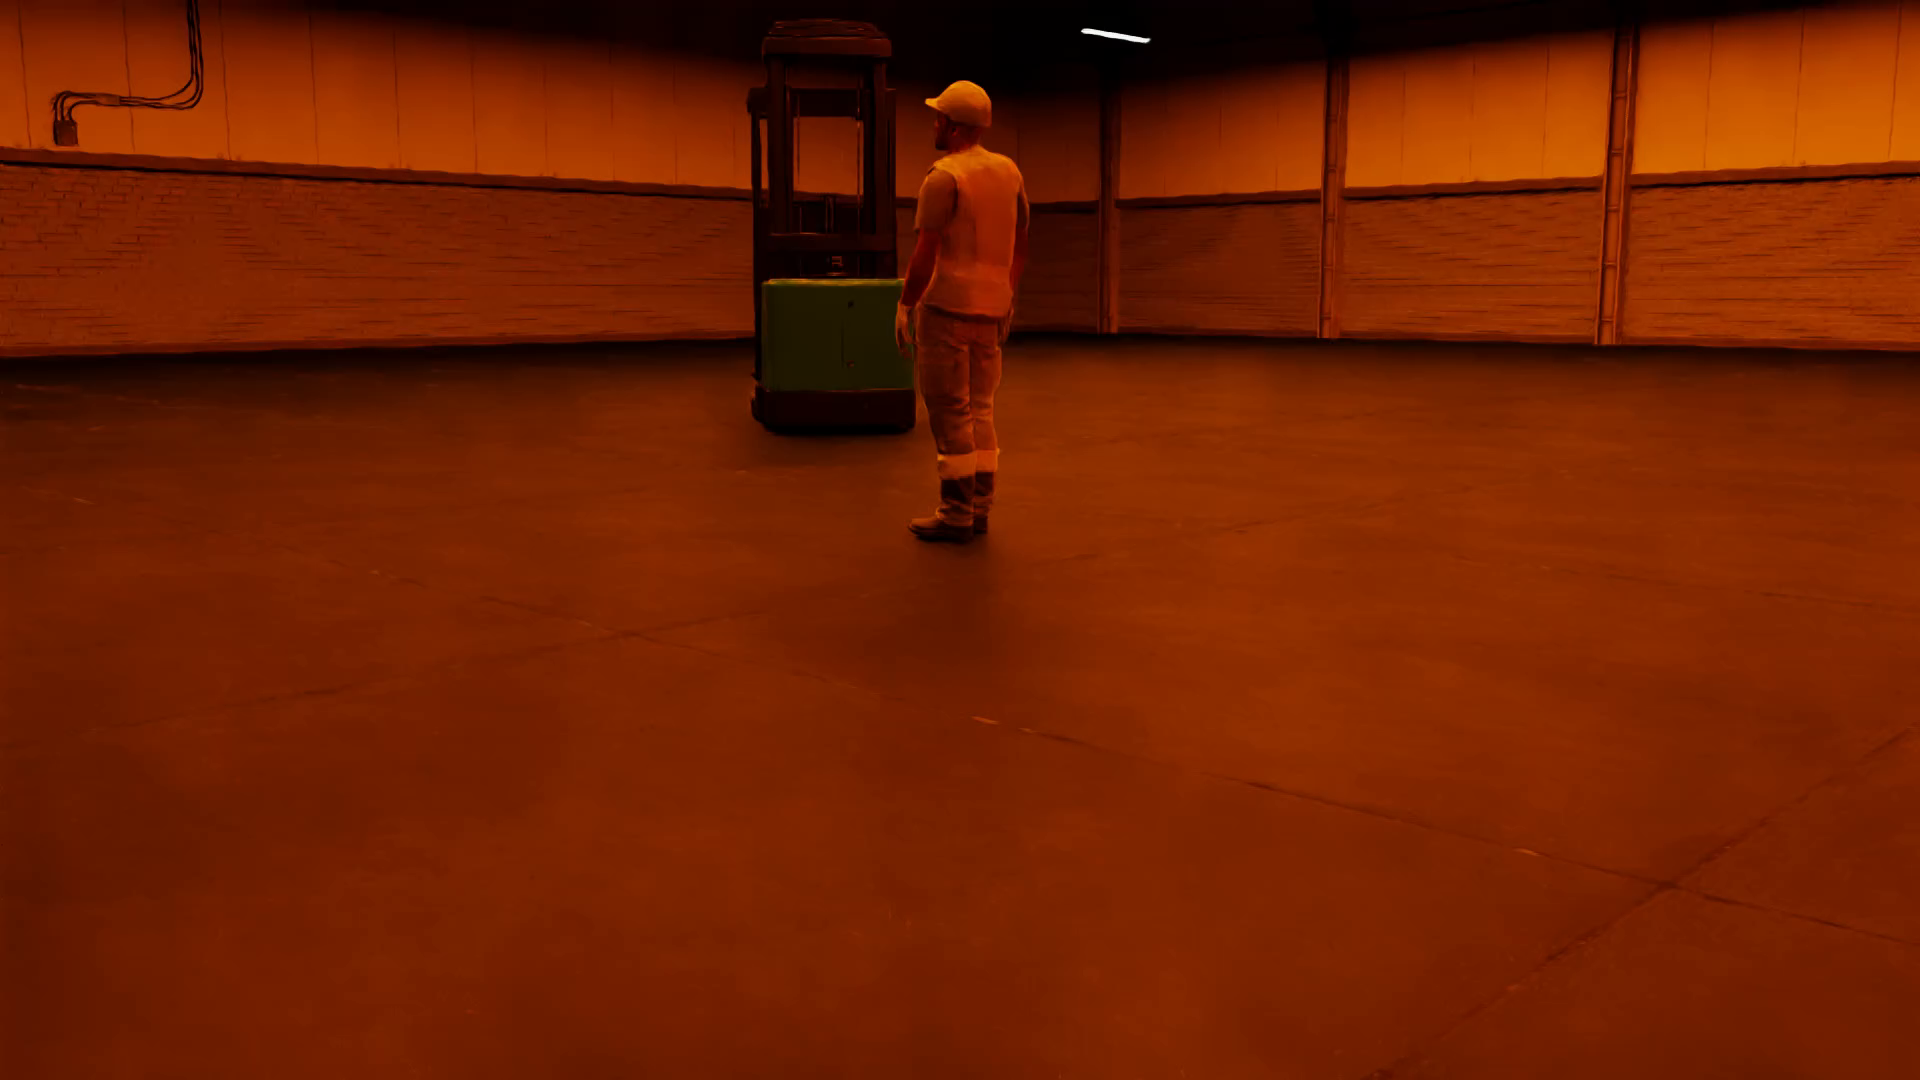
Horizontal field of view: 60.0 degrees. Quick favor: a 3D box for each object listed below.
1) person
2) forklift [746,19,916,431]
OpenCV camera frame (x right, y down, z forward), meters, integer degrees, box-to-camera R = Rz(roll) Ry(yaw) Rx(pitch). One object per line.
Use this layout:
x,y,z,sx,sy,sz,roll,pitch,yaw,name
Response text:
-0.050,-0.901,6.646,0.563,1.787,0.637,8,12,43,person
-1.068,-2.408,12.865,1.130,2.935,3.031,-1,9,-10,forklift
